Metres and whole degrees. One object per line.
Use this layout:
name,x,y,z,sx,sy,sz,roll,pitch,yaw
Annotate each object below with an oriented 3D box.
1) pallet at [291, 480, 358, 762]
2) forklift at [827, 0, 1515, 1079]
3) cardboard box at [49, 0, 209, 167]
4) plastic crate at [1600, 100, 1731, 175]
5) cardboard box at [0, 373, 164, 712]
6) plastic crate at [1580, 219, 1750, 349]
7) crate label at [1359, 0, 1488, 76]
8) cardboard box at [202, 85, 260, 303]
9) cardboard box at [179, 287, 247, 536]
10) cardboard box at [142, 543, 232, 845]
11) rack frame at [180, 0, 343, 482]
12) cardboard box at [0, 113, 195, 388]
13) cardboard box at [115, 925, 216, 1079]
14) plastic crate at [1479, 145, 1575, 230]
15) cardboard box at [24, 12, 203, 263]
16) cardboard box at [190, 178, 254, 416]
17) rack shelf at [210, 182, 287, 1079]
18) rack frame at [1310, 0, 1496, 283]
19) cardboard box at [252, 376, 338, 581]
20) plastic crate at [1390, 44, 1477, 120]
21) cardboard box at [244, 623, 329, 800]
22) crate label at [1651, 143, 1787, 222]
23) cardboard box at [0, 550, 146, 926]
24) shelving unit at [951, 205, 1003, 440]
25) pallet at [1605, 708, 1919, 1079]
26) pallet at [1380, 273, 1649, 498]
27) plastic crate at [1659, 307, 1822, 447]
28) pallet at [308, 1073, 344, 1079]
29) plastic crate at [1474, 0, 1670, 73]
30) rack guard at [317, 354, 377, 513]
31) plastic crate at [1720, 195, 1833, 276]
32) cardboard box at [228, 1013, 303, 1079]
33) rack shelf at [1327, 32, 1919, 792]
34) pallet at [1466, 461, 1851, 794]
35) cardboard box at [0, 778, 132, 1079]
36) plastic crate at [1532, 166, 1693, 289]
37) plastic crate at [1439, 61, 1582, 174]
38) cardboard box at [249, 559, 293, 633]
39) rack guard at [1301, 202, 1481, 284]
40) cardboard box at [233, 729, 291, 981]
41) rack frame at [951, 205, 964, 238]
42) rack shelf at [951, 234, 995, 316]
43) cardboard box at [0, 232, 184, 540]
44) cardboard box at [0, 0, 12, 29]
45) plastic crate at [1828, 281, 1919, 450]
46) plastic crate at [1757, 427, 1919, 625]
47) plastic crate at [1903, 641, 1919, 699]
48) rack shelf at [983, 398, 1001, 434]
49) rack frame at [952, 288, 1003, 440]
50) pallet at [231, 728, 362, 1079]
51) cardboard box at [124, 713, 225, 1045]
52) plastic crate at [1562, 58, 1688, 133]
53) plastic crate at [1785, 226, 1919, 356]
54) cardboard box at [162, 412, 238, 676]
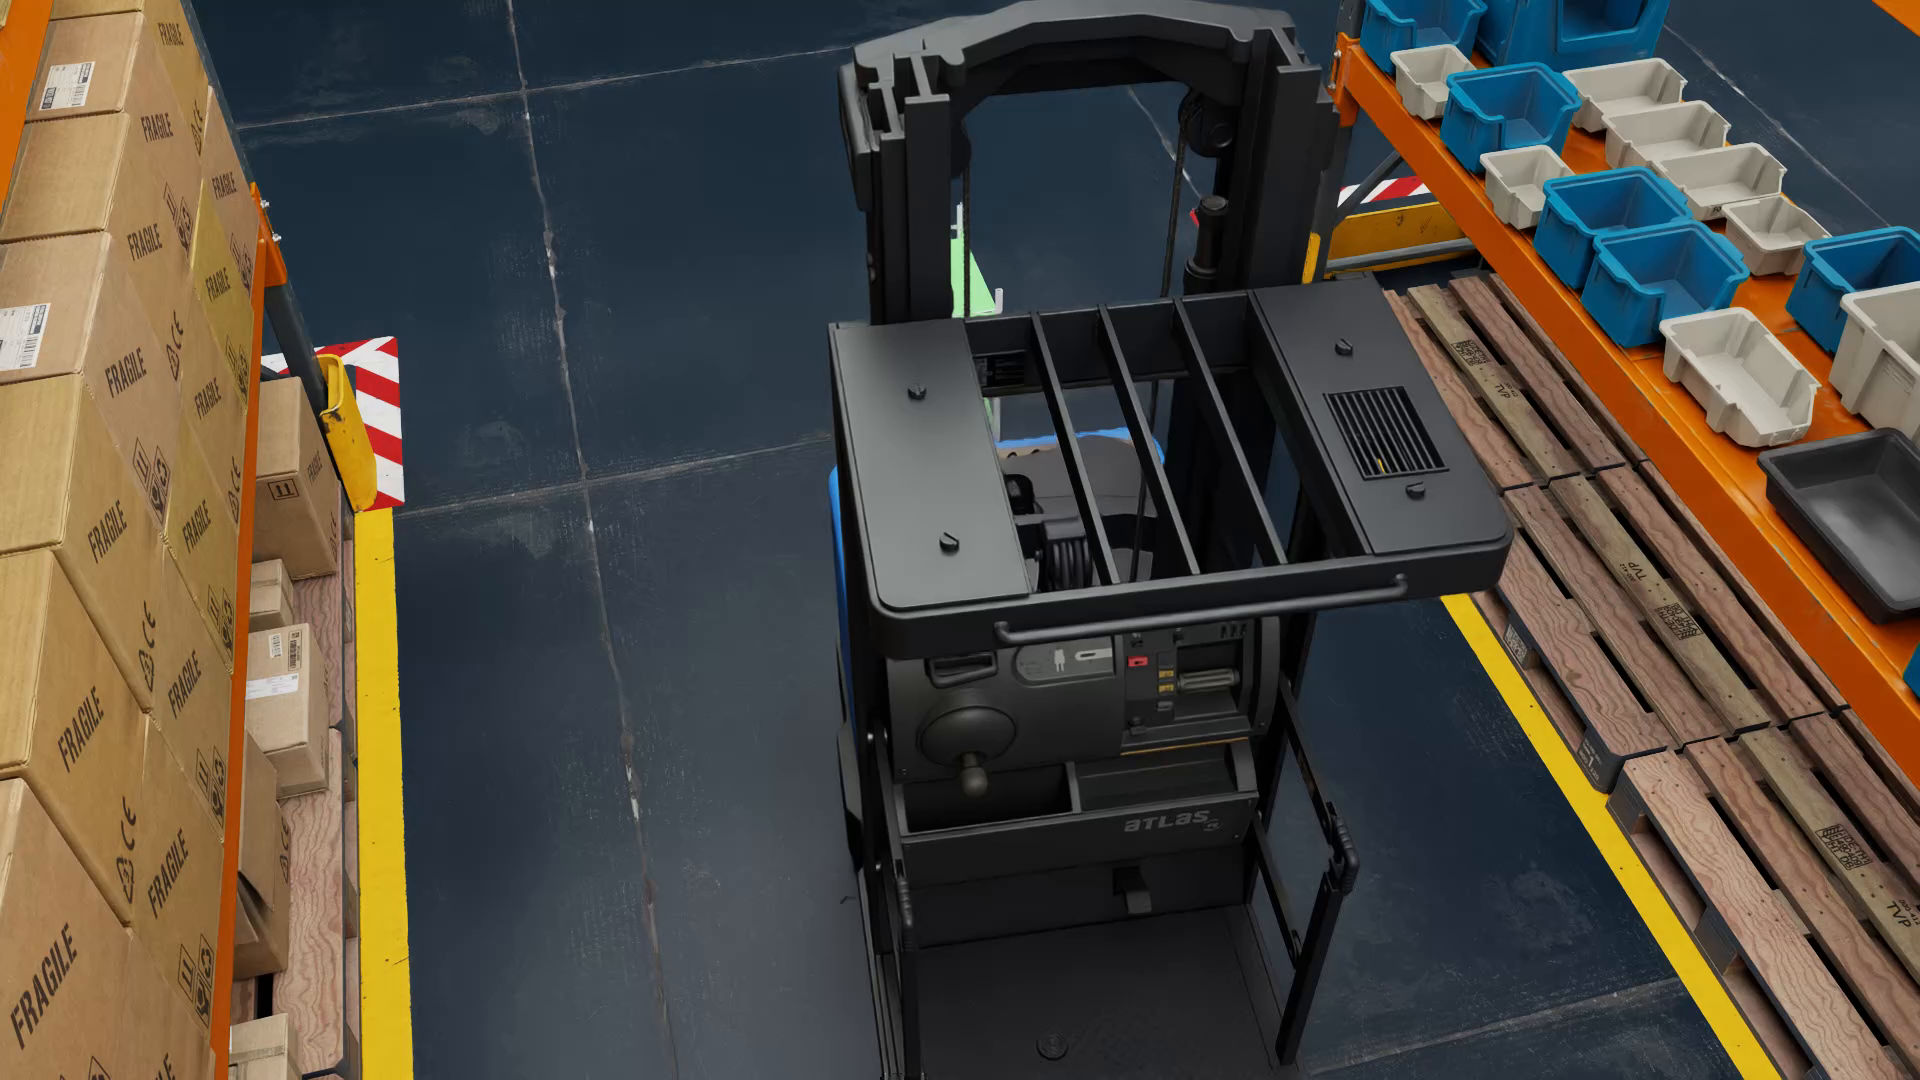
pallet,-2.636,0.344,5.765,1.003,0.211,1.213,-11,47,-10
forklift,0.328,0.461,3.746,1.130,2.935,3.031,-6,46,-6
cardboard box,-2.481,-1.363,4.715,0.500,0.500,0.500,-11,47,-11
plastic crate,2.373,-1.334,5.600,0.396,0.136,0.243,-11,47,-10
cardboard box,-1.949,0.054,3.327,0.500,0.500,0.500,-12,47,-11
plastic crate,2.087,-0.754,4.963,0.416,0.233,0.300,-11,47,-10
crate label,1.673,-1.870,6.057,0.416,0.233,0.303,-11,47,-10
cardboard box,-2.483,-1.010,5.070,0.500,0.500,0.500,-9,46,-9
cardboard box,-2.224,-0.307,4.381,0.500,0.500,0.500,-10,46,-10
cardboard box,-1.964,0.391,3.696,0.500,0.500,0.500,-11,47,-11
rack frame,-2.861,-1.235,5.360,1.000,3.000,0.127,-11,47,-10
cardboard box,-2.214,-0.657,4.024,0.500,0.500,0.500,-10,46,-9
cardboard box,-1.704,1.090,3.012,0.500,0.500,0.500,-10,46,-9
plastic crate,1.849,-1.131,5.401,0.250,0.136,0.298,-11,47,-10
cardboard box,-2.351,-1.014,4.374,0.500,0.500,0.500,-10,46,-9
cardboard box,-2.347,-0.653,4.720,0.500,0.500,0.500,-10,46,-10
rack shelf,-2.349,0.398,4.264,1.077,0.370,4.000,-11,47,-10
rack frame,1.929,-2.138,6.245,1.000,3.000,0.127,-11,47,-10
cardboard box,-2.483,-0.184,5.772,0.500,0.500,0.500,-11,47,-10
plastic crate,1.676,-1.599,5.860,0.250,0.136,0.298,-11,47,-10
cardboard box,-2.269,0.565,5.213,0.500,0.250,0.500,-11,47,-10
crate label,2.467,-1.146,5.416,0.396,0.136,0.243,-11,47,-10
cardboard box,-1.818,0.409,2.979,0.500,0.500,0.500,-12,47,-12
shelving unit,-0.042,-0.534,5.933,0.258,1.200,0.503,-11,47,-10
pallet,2.727,1.099,5.025,1.003,0.211,1.213,-11,47,-10
pallet,2.102,-0.586,6.676,1.003,0.211,1.213,-11,47,-10
plastic crate,2.216,-0.452,4.736,0.293,0.136,0.466,-11,47,-10
pallet,-2.012,2.028,4.114,1.003,0.211,1.213,-11,47,-10
plastic crate,2.195,-1.974,6.018,0.616,0.435,0.499,-11,47,-10
rack guard,-2.841,-0.308,6.201,1.175,0.500,0.348,-11,47,-10
plastic crate,2.561,-0.945,5.219,0.298,0.136,0.250,-11,47,-10
cardboard box,-1.966,1.440,4.415,0.380,0.166,0.250,-11,47,-10
rack shelf,2.441,-0.505,5.149,1.077,0.370,4.000,-11,47,-10
pallet,2.411,0.255,5.852,1.003,0.211,1.213,-11,47,-10
cardboard box,-1.685,0.765,2.630,0.500,0.500,0.500,-10,46,-9
plastic crate,2.011,-0.961,5.166,0.416,0.233,0.300,-11,47,-10
plastic crate,1.842,-1.415,5.612,0.416,0.233,0.300,-11,47,-10
cardboard box,-2.467,0.229,5.601,0.380,0.166,0.250,-11,47,-10
rack guard,1.910,-1.277,7.152,1.175,0.500,0.348,-11,47,-10
cardboard box,-2.323,0.950,4.658,0.797,0.503,0.637,-11,47,-10
rack frame,-0.105,-0.703,6.099,0.240,1.200,0.015,-11,47,-10
rack shelf,-0.042,-0.825,5.636,0.258,0.148,0.480,-11,47,-10
cardboard box,-2.082,-0.303,3.676,0.500,0.500,0.500,-9,46,-9
cardboard box,-2.216,-1.236,3.366,0.500,0.250,0.500,-11,47,-10
plastic crate,2.740,-0.444,4.626,0.437,0.282,0.530,-11,47,-10
plastic crate,2.406,-0.025,4.325,0.437,0.125,0.590,-11,47,-10
plastic crate,2.503,0.348,3.778,0.392,0.384,0.575,-11,47,-10
rack shelf,-0.042,-0.490,5.979,0.258,0.148,0.480,-11,47,-10
rack frame,0.020,-0.366,5.768,0.240,1.200,0.015,-11,47,-10
pallet,-2.327,1.185,4.941,1.003,0.211,1.213,-11,47,-10
cardboard box,-1.838,0.737,3.357,0.500,0.500,0.500,-10,46,-10
plastic crate,2.312,-1.537,5.798,0.396,0.136,0.243,-11,47,-10
plastic crate,2.702,-0.729,4.940,0.416,0.233,0.300,-11,47,-10
cardboard box,-2.095,0.040,4.040,0.500,0.500,0.500,-11,47,-11
